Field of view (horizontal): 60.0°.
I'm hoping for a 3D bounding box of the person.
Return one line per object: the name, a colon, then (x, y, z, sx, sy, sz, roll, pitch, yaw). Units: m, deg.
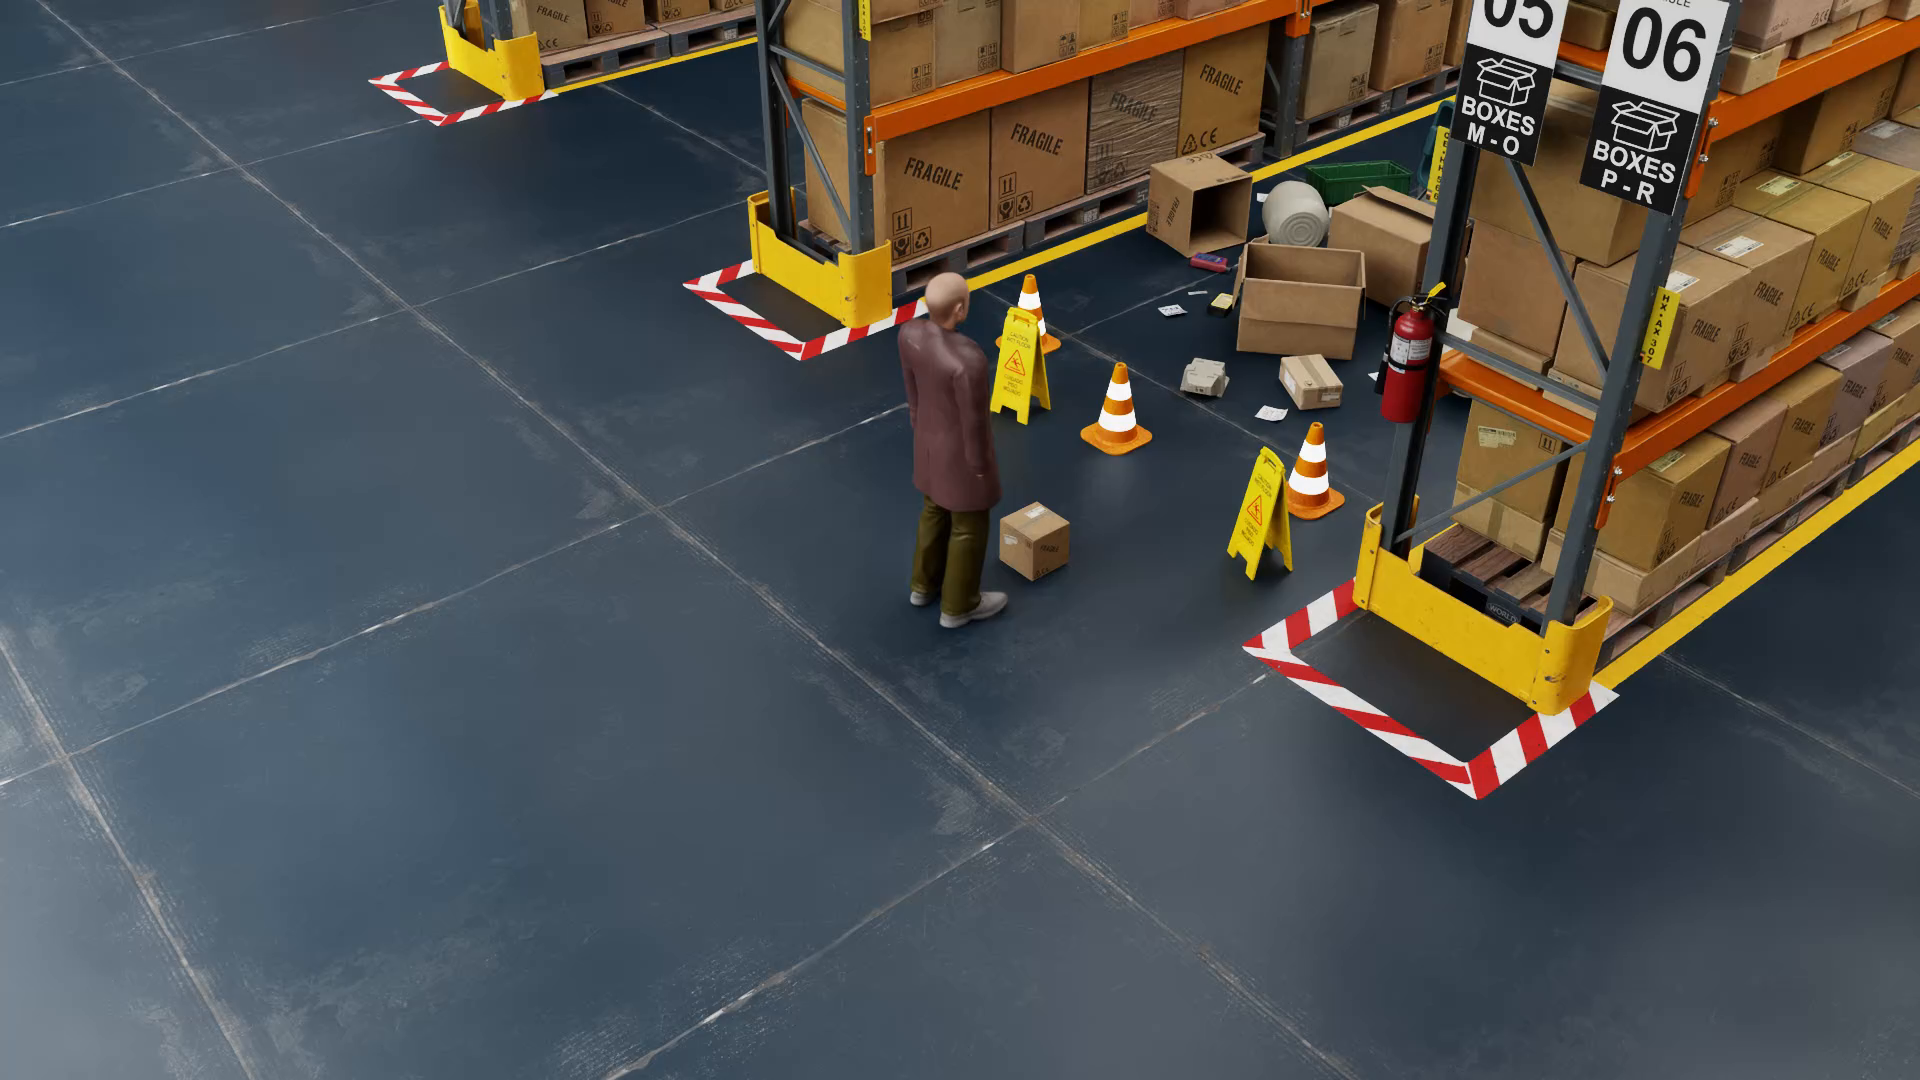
person: (-0.036, -0.431, 7.702, 0.377, 1.776, 0.565, -25, 42, -31)
